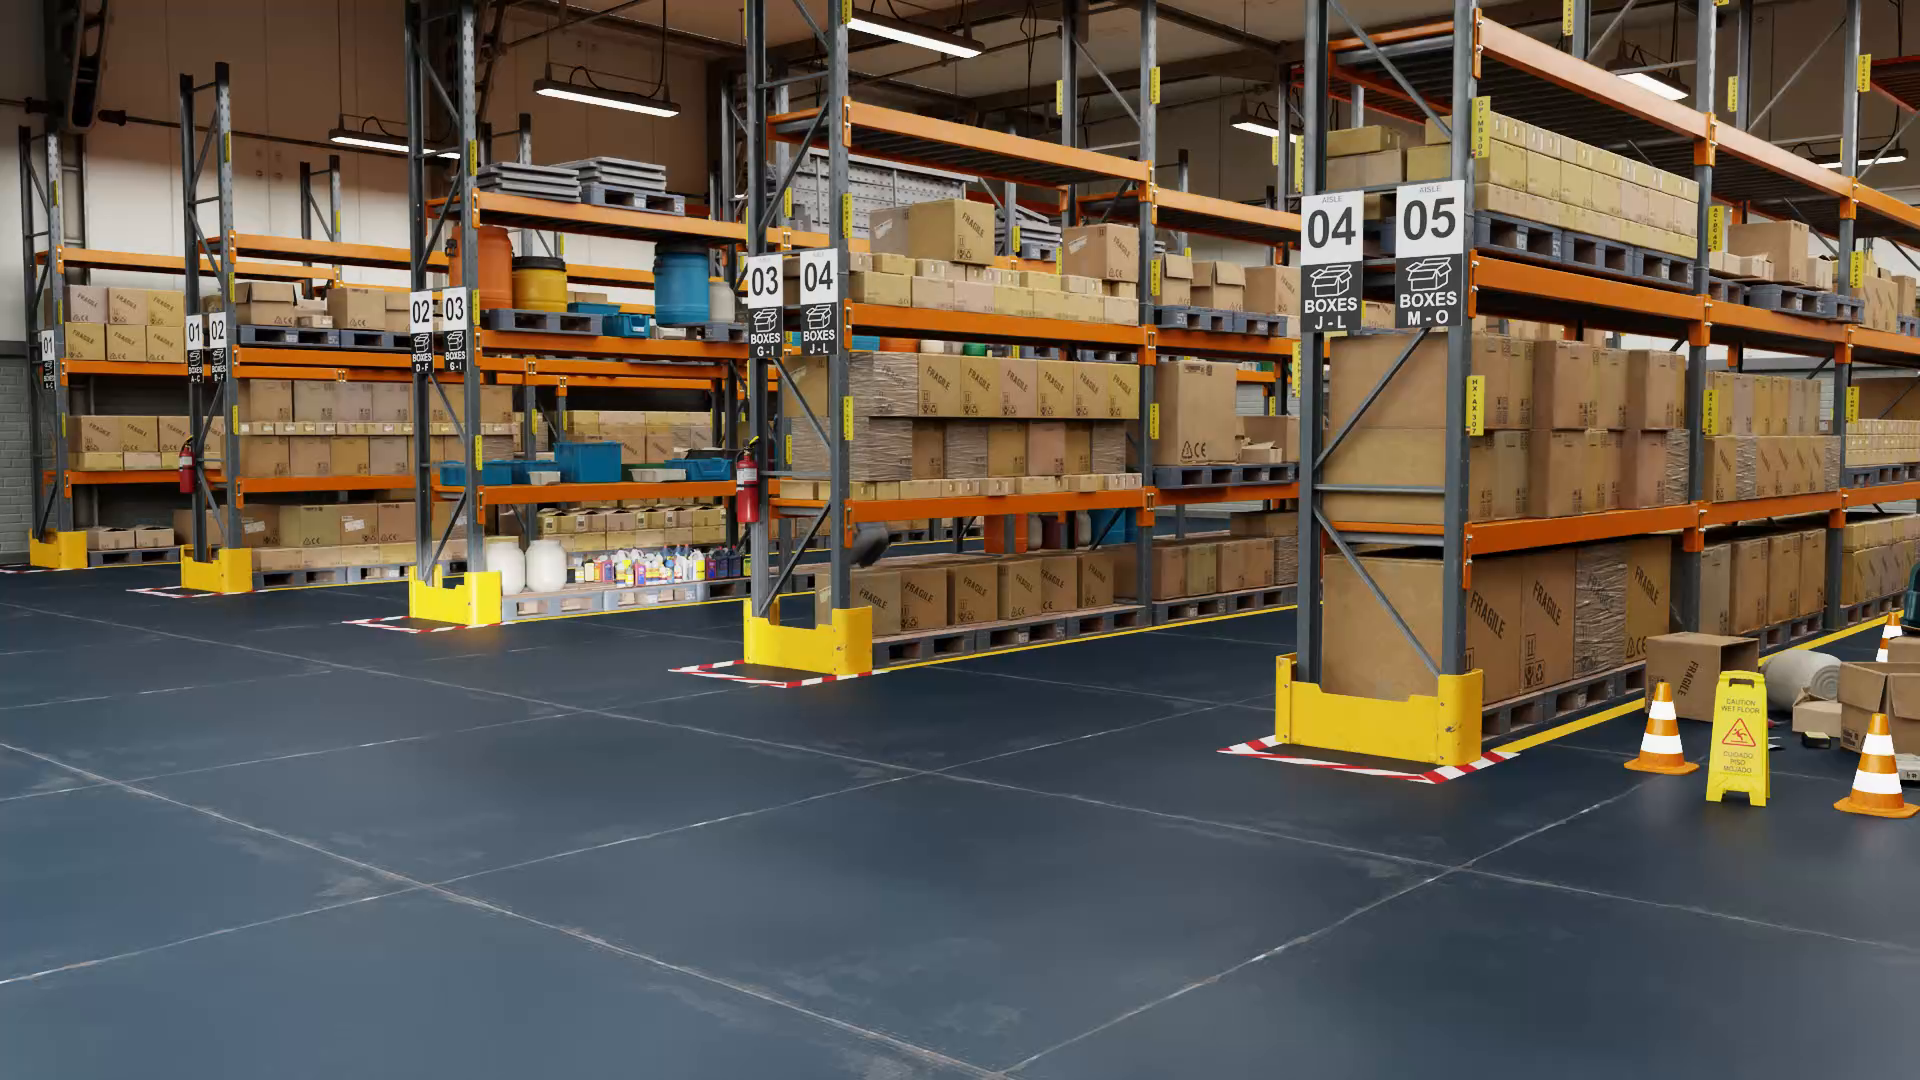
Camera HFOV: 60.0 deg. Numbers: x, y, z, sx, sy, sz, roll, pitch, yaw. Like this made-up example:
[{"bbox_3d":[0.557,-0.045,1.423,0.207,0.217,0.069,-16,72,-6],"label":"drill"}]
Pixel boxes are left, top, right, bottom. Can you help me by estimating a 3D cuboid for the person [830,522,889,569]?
[{"bbox_3d":[-1.070,0.010,17.551,0.617,1.390,0.495,3,5,41],"label":"person"}]
